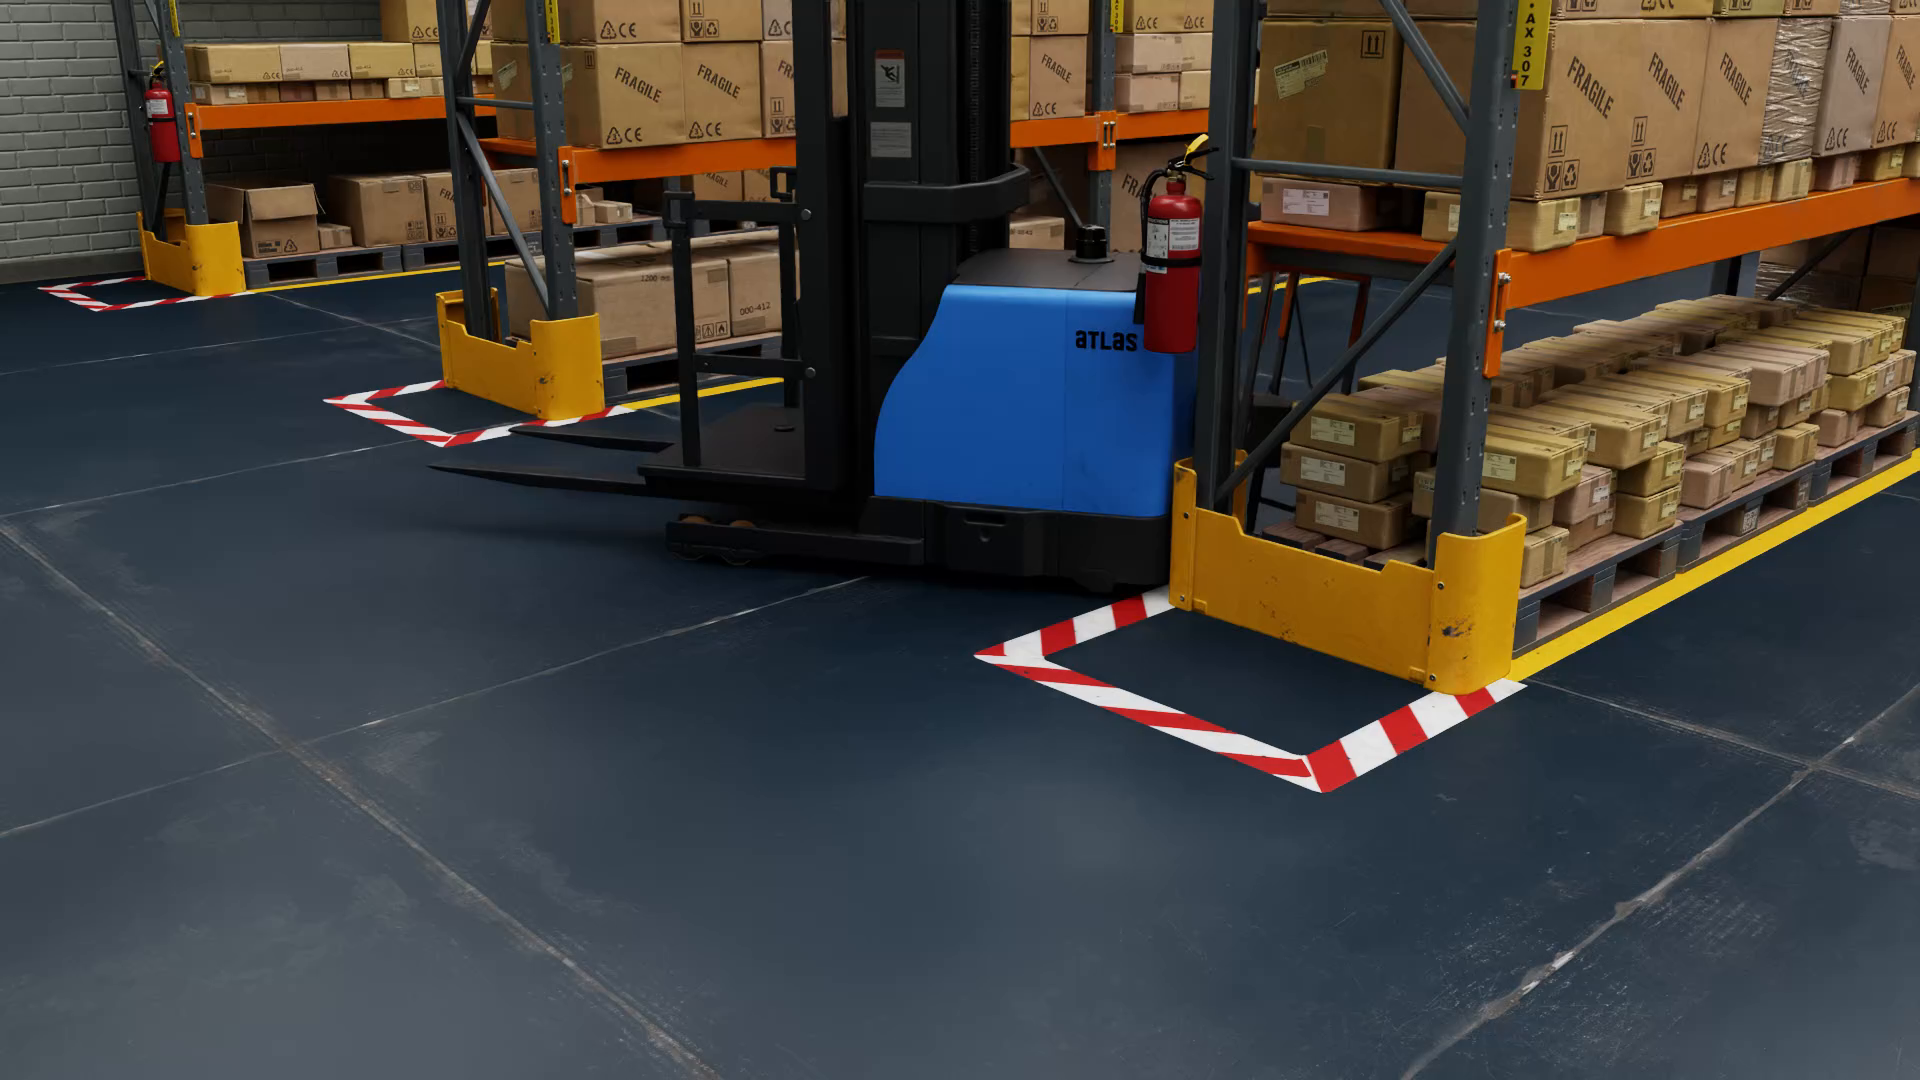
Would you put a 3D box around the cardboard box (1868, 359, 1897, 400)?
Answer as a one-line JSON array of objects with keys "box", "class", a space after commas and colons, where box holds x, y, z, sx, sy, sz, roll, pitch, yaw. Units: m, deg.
[{"box": [3.881, -0.733, 7.341, 0.380, 0.149, 0.250, 16, 24, 41], "class": "cardboard box"}]

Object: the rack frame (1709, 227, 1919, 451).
[{"box": [4.079, -1.946, 7.623, 0.127, 3.000, 1.000, -16, 24, -41], "class": "rack frame"}]

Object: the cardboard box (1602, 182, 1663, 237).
[{"box": [2.022, -1.082, 5.367, 0.380, 0.149, 0.250, 17, 25, 42], "class": "cardboard box"}]

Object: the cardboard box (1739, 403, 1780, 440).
[{"box": [3.068, -0.531, 6.717, 0.380, 0.149, 0.250, 17, 24, 41], "class": "cardboard box"}]

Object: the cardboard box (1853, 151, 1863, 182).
[{"box": [3.451, -1.552, 6.815, 0.380, 0.149, 0.250, 17, 25, 42], "class": "cardboard box"}]

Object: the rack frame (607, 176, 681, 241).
[{"box": [-2.808, -4.146, 14.407, 0.127, 3.000, 1.000, -16, 24, -41], "class": "rack frame"}]

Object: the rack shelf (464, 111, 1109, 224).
[{"box": [-0.848, -2.268, 9.783, 4.000, 0.370, 1.077, -16, 24, -41], "class": "rack shelf"}]

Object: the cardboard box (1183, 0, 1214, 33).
[{"box": [1.473, -3.700, 11.250, 0.500, 0.500, 0.500, -16, 24, -41], "class": "cardboard box"}]

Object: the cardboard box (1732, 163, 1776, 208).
[{"box": [2.732, -1.316, 6.088, 0.250, 0.149, 0.380, -15, 23, -39], "class": "cardboard box"}]

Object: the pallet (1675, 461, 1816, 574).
[{"box": [2.729, -0.210, 6.789, 1.213, 0.211, 1.003, -16, 24, -41], "class": "pallet"}]

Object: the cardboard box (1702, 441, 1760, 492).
[{"box": [2.888, -0.312, 6.525, 0.250, 0.149, 0.380, -16, 24, -41], "class": "cardboard box"}]

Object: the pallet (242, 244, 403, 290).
[{"box": [-5.080, -2.157, 12.794, 1.213, 0.211, 1.003, -16, 24, -41], "class": "pallet"}]

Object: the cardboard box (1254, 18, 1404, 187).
[{"box": [1.323, -1.440, 5.419, 0.500, 0.500, 0.500, -16, 24, -40], "class": "cardboard box"}]

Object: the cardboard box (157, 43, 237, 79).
[{"box": [-5.562, -3.525, 12.254, 0.500, 0.250, 0.500, -15, 23, -39], "class": "cardboard box"}]

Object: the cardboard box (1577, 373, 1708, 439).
[{"box": [2.507, -0.498, 6.133, 0.250, 0.149, 0.380, -15, 23, -39], "class": "cardboard box"}]

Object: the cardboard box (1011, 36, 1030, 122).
[{"box": [0.074, -2.816, 10.143, 0.500, 0.500, 0.500, -17, 25, -42], "class": "cardboard box"}]

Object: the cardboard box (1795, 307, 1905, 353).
[{"box": [4.000, -0.939, 7.494, 0.250, 0.149, 0.380, -15, 23, -39], "class": "cardboard box"}]

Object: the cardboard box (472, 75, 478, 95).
[{"box": [-3.999, -3.579, 13.067, 0.250, 0.149, 0.380, -16, 24, -41], "class": "cardboard box"}]

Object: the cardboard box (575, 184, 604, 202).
[{"box": [-3.450, -2.979, 14.489, 0.500, 0.311, 0.500, -15, 23, -39], "class": "cardboard box"}]

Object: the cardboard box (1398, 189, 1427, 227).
[{"box": [1.422, -1.156, 5.593, 0.250, 0.149, 0.380, -16, 24, -41], "class": "cardboard box"}]

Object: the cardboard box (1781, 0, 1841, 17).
[{"box": [2.805, -2.121, 5.898, 0.500, 0.500, 0.500, 17, 25, 42], "class": "cardboard box"}]

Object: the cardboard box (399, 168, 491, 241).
[{"box": [-4.104, -2.679, 13.256, 0.500, 0.500, 0.500, -16, 24, -40], "class": "cardboard box"}]

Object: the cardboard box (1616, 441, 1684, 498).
[{"box": [2.346, -0.284, 5.957, 0.250, 0.149, 0.380, -15, 23, -39], "class": "cardboard box"}]

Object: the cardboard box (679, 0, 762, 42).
[{"box": [-1.386, -2.858, 8.654, 0.500, 0.500, 0.500, -17, 25, -42], "class": "cardboard box"}]

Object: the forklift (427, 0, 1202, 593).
[{"box": [-0.597, -1.448, 6.200, 3.031, 2.935, 1.130, 5, 19, 16], "class": "forklift"}]

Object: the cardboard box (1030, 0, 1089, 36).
[{"box": [0.452, -3.395, 10.310, 0.500, 0.500, 0.500, -17, 24, -41], "class": "cardboard box"}]

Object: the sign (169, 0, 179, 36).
[{"box": [-5.341, -3.588, 11.284, 0.005, 0.325, 0.100, -16, 24, -41], "class": "sign"}]

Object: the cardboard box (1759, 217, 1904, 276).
[{"box": [4.447, -1.528, 8.490, 0.500, 0.250, 0.500, -17, 25, -42], "class": "cardboard box"}]

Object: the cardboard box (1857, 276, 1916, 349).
[{"box": [4.799, -1.054, 8.244, 0.500, 0.500, 0.500, -15, 23, -39], "class": "cardboard box"}]

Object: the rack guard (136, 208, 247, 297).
[{"box": [-5.659, -2.125, 12.228, 0.348, 0.500, 1.175, -16, 24, -41], "class": "rack guard"}]

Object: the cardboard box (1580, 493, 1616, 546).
[{"box": [2.083, -0.109, 5.900, 0.250, 0.149, 0.380, -16, 24, -40], "class": "cardboard box"}]

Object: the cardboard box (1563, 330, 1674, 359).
[{"box": [2.740, -0.764, 6.955, 0.380, 0.149, 0.250, 17, 24, 42], "class": "cardboard box"}]

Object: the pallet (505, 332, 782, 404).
[{"box": [-1.774, -1.047, 9.371, 1.213, 0.211, 1.003, -16, 24, -41], "class": "pallet"}]

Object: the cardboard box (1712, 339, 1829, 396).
[{"box": [3.290, -0.706, 6.776, 0.380, 0.149, 0.250, 16, 24, 41], "class": "cardboard box"}]

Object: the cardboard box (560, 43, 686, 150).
[{"box": [-1.755, -2.271, 8.464, 0.500, 0.500, 0.500, -17, 24, -41], "class": "cardboard box"}]

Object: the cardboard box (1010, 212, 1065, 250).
[{"box": [0.075, -1.906, 10.973, 0.875, 0.438, 0.875, -17, 24, -42], "class": "cardboard box"}]

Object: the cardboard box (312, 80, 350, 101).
[{"box": [-4.741, -3.354, 12.374, 0.250, 0.149, 0.380, -15, 23, -39], "class": "cardboard box"}]

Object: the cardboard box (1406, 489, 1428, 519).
[{"box": [1.529, -0.178, 6.110, 0.250, 0.149, 0.380, -15, 23, -39], "class": "cardboard box"}]

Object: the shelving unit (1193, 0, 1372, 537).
[{"box": [1.188, -1.002, 6.099, 0.503, 2.100, 0.431, 0, 14, -34], "class": "shelving unit"}]

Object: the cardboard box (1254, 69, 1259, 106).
[{"box": [1.865, -3.212, 11.770, 0.500, 0.250, 0.500, -17, 24, -41], "class": "cardboard box"}]

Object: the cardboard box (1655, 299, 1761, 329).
[{"box": [3.446, -1.001, 7.686, 0.250, 0.149, 0.380, -15, 23, -38], "class": "cardboard box"}]

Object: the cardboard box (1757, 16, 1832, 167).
[{"box": [2.791, -1.650, 6.066, 0.500, 0.500, 0.500, -17, 25, -42], "class": "cardboard box"}]

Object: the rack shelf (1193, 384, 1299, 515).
[{"box": [1.088, -0.309, 6.238, 0.480, 0.518, 0.431, 0, 14, -34], "class": "rack shelf"}]

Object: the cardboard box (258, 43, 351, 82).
[{"box": [-4.833, -3.511, 12.210, 0.500, 0.250, 0.500, -16, 24, -40], "class": "cardboard box"}]

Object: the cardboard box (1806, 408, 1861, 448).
[{"box": [3.635, -0.523, 7.177, 0.380, 0.149, 0.250, 17, 25, 42], "class": "cardboard box"}]

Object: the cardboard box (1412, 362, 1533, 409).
[{"box": [1.938, -0.558, 6.320, 0.380, 0.149, 0.250, 17, 24, 42], "class": "cardboard box"}]

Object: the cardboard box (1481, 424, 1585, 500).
[{"box": [1.787, -0.260, 5.400, 0.380, 0.149, 0.250, 17, 24, 41], "class": "cardboard box"}]

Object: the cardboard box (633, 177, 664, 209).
[{"box": [-2.654, -3.327, 15.253, 0.500, 0.500, 0.500, -16, 24, -41], "class": "cardboard box"}]

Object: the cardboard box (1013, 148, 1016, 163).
[{"box": [0.561, -4.192, 17.721, 0.625, 0.625, 0.875, -15, 23, -39], "class": "cardboard box"}]

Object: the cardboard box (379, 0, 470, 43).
[{"box": [-4.110, -4.078, 12.745, 0.500, 0.500, 0.500, -15, 24, -39], "class": "cardboard box"}]
